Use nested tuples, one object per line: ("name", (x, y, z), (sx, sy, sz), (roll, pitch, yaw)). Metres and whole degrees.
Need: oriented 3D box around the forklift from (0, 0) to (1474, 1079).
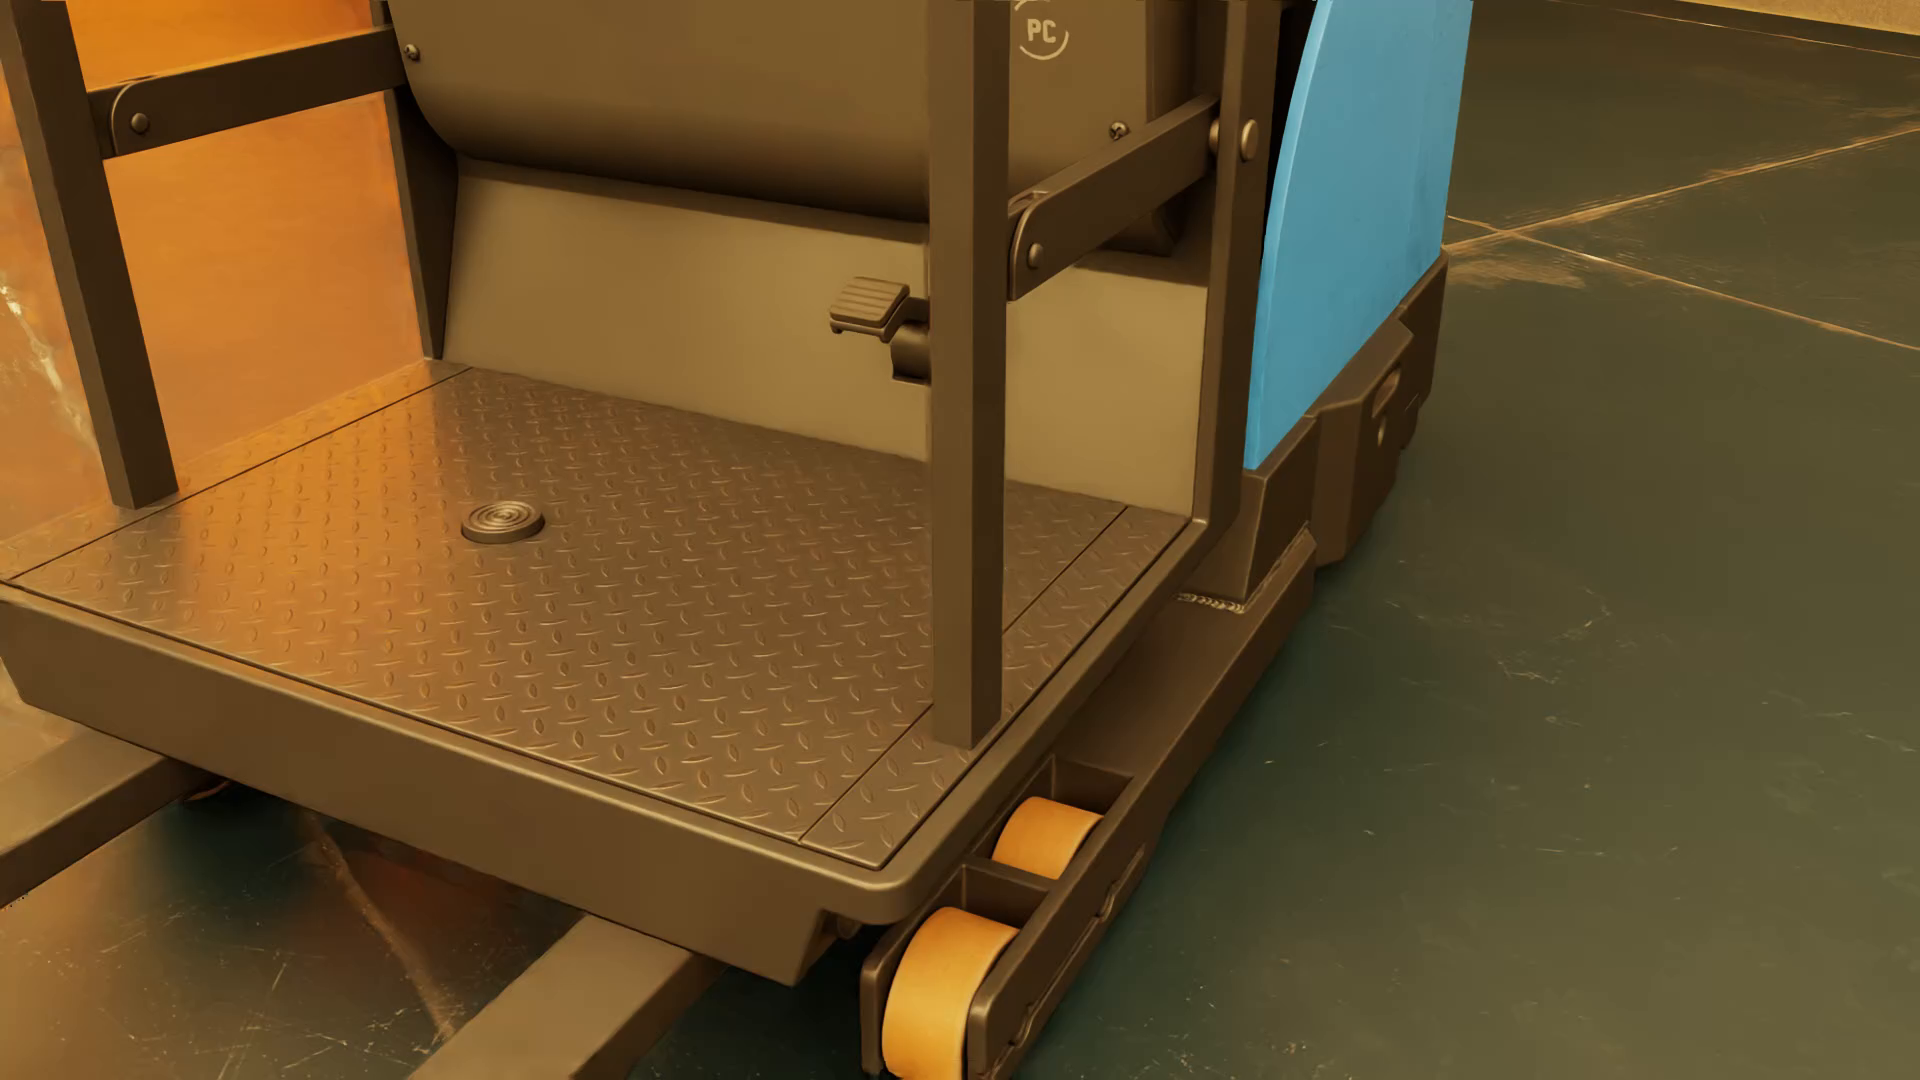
("forklift", (-0.313, -1.037, 1.298), (1.130, 2.935, 3.031), (13, 29, 24))
